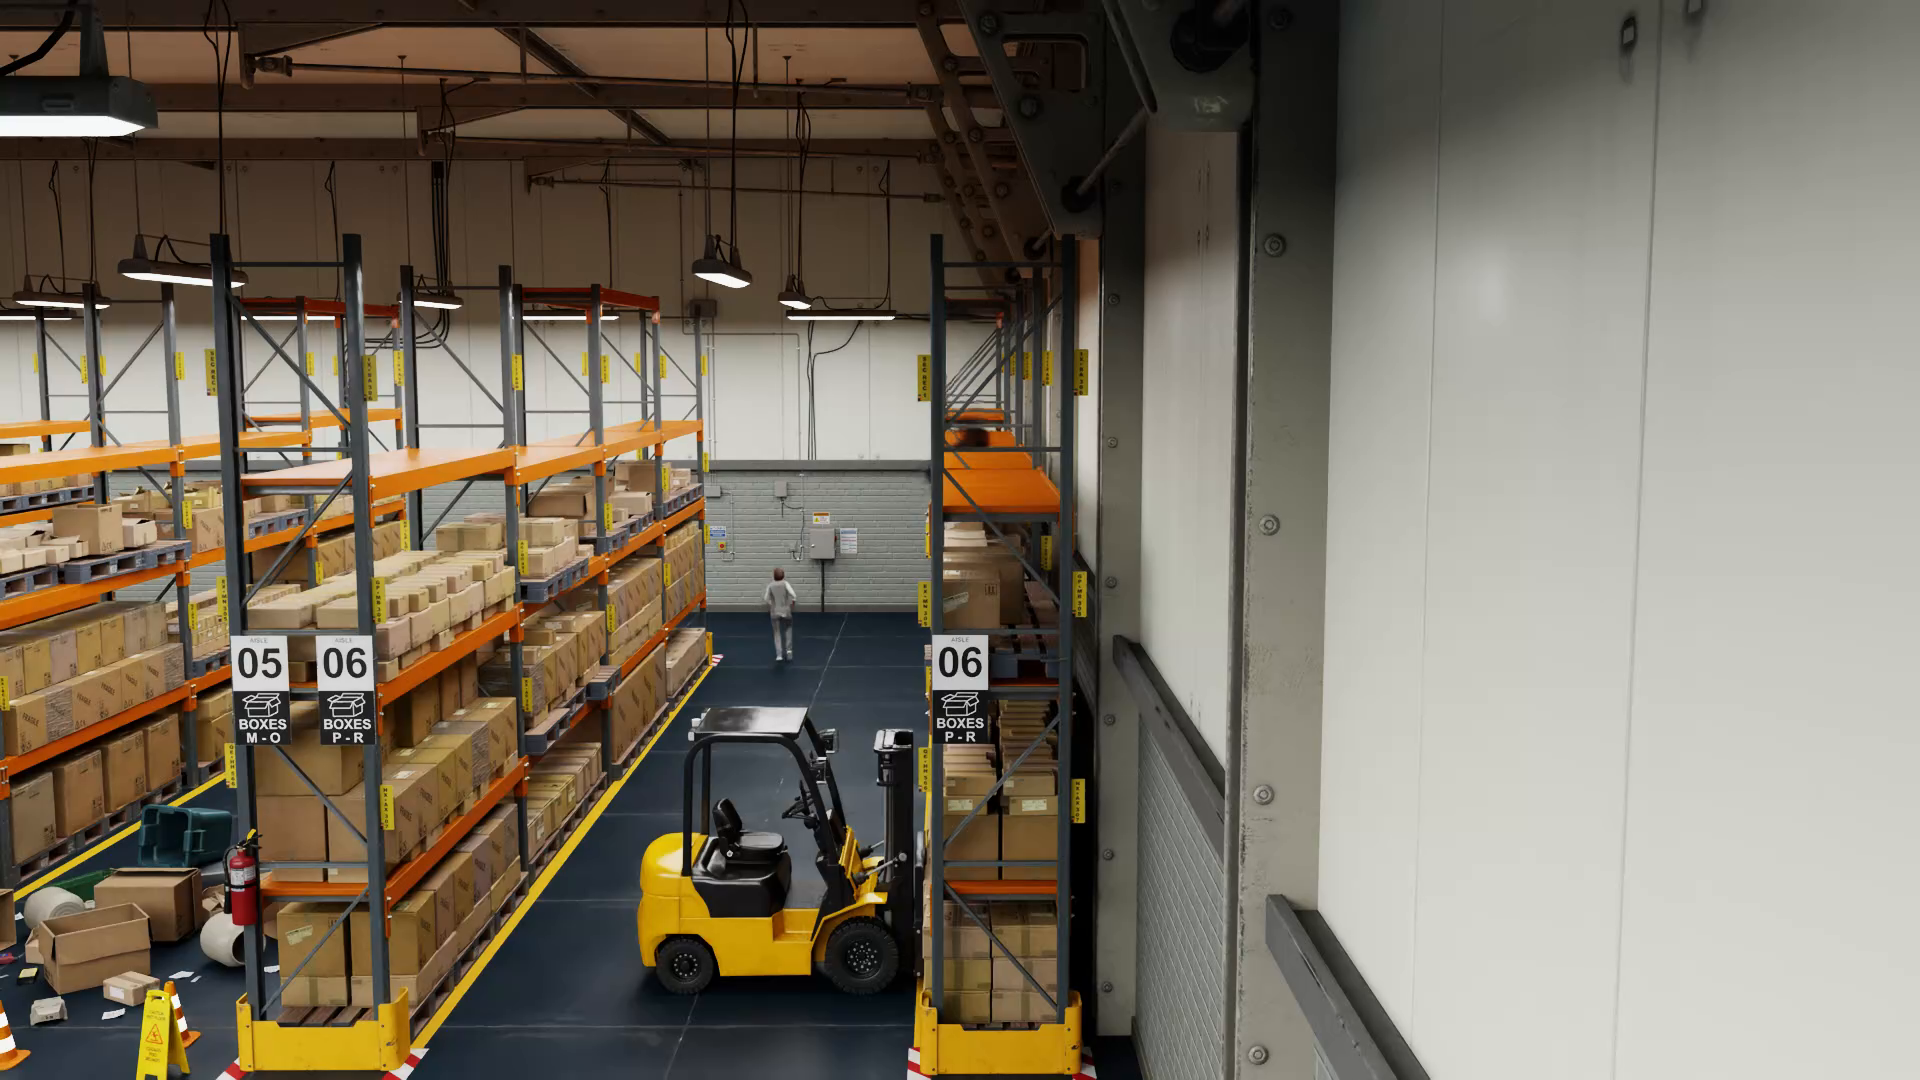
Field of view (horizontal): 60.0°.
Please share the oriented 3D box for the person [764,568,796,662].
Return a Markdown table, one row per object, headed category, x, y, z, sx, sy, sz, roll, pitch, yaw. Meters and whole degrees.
| category | x | y | z | sx | sy | sz | roll | pitch | yaw |
| --- | --- | --- | --- | --- | --- | --- | --- | --- | --- |
| person | -3.010 | 1.277 | 28.078 | 0.490 | 1.618 | 0.731 | -1 | 6 | -6 |
